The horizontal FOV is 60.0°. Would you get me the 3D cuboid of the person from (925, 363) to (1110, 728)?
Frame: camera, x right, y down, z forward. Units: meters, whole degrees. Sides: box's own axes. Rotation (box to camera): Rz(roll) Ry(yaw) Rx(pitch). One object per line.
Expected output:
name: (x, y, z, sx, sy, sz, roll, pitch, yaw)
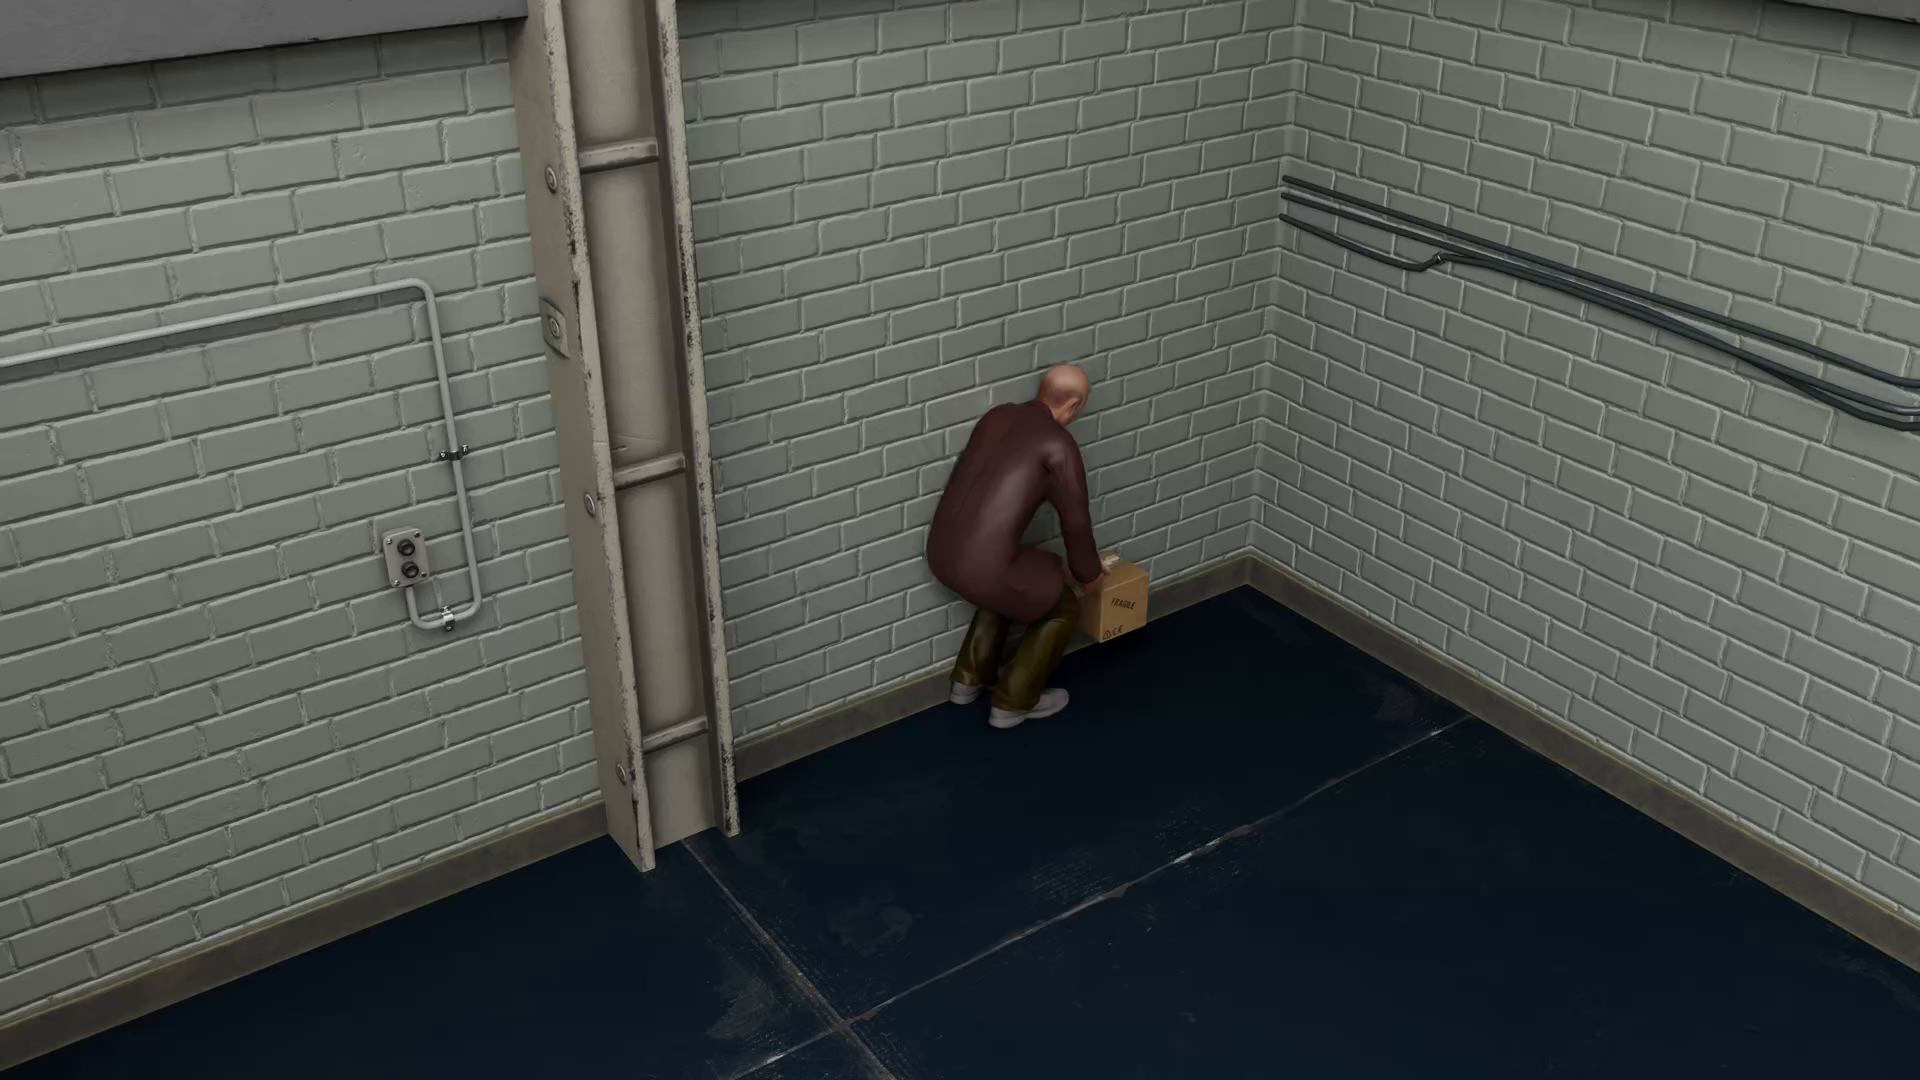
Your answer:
person: (0.195, 0.026, 6.506, 0.735, 1.388, 0.631, -18, 33, -31)
